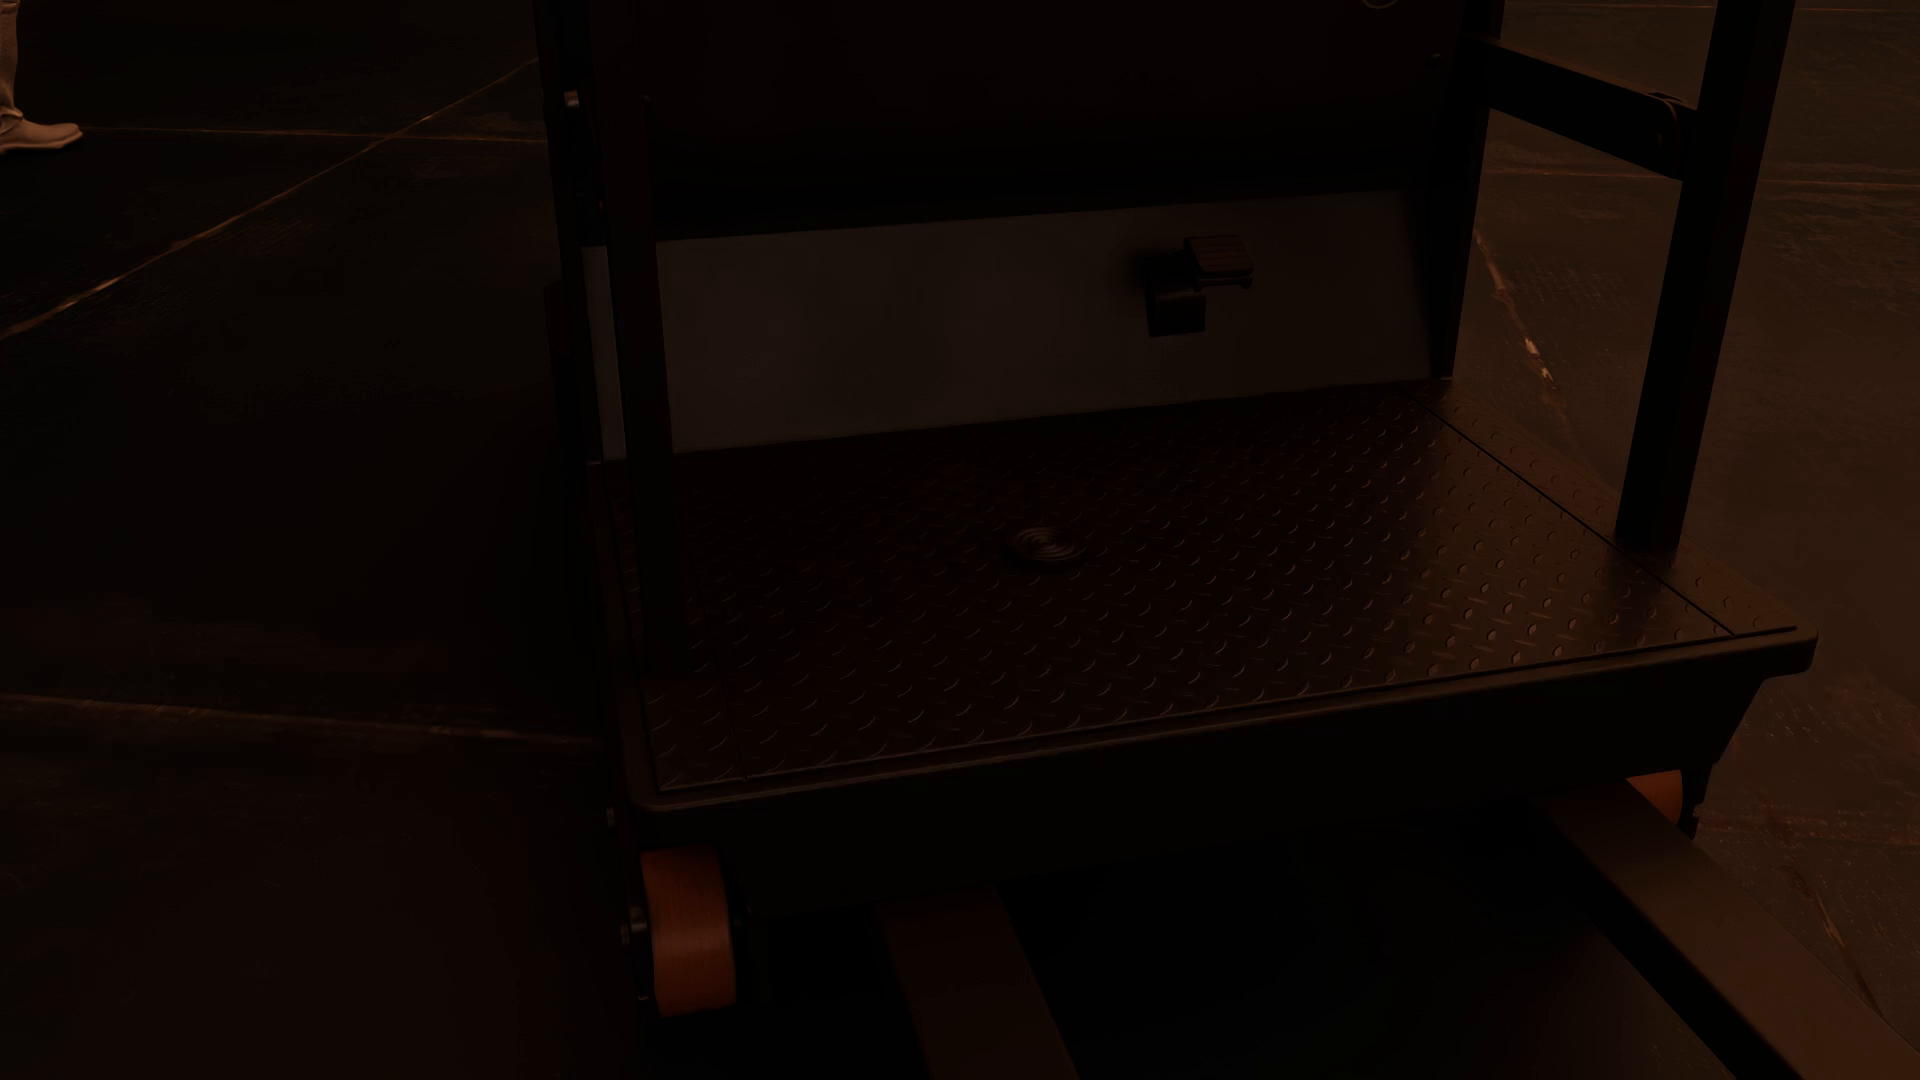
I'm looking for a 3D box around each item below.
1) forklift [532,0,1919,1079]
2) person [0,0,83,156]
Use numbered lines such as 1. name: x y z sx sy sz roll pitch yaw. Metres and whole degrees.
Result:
1. forklift: 0.153 -1.049 1.319 1.130 2.935 3.031 -7 27 -13
2. person: -2.713 -1.844 4.337 0.832 1.694 0.707 19 32 33
